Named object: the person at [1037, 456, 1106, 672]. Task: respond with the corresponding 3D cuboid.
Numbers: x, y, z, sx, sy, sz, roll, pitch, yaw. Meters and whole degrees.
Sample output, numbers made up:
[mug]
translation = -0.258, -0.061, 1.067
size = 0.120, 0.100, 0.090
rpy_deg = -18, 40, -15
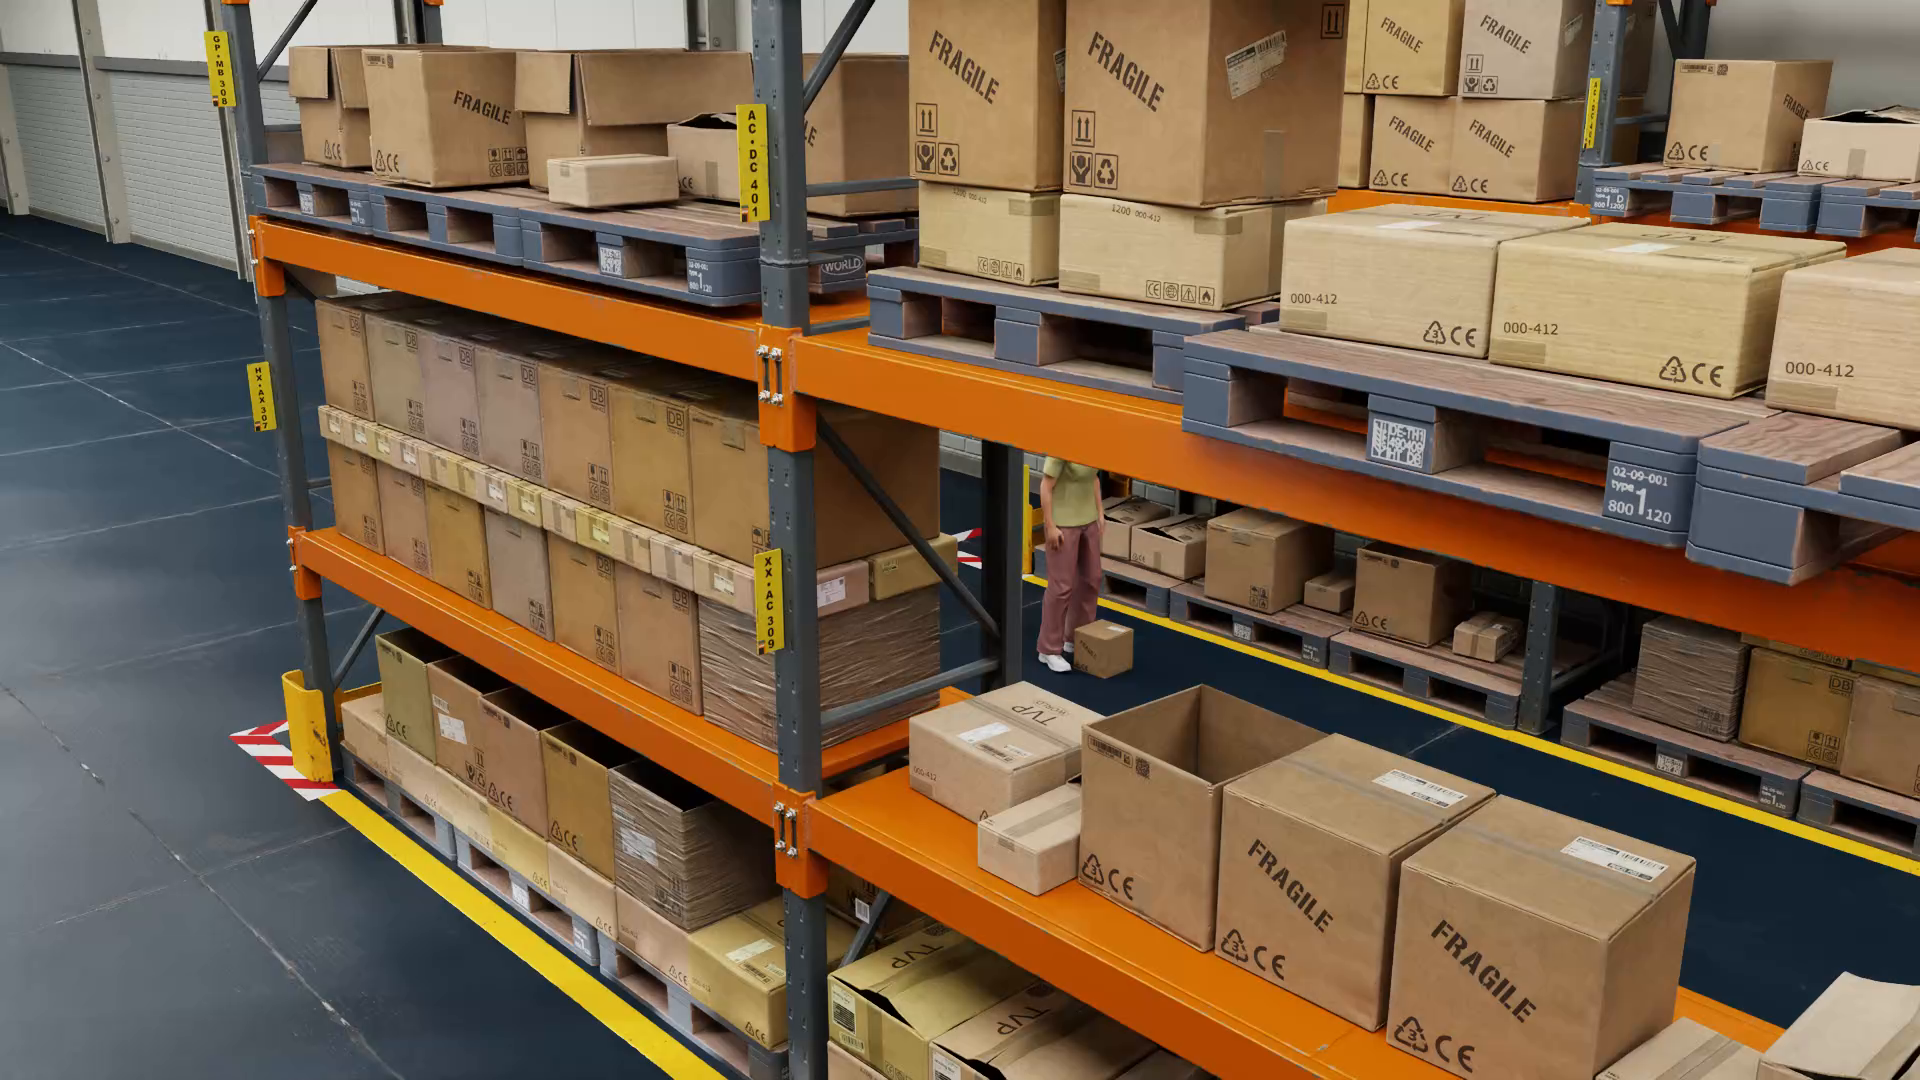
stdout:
[person]
translation = 0.682, -0.086, 9.824
size = 0.357, 1.673, 0.517
rpy_deg = 16, 24, 42
